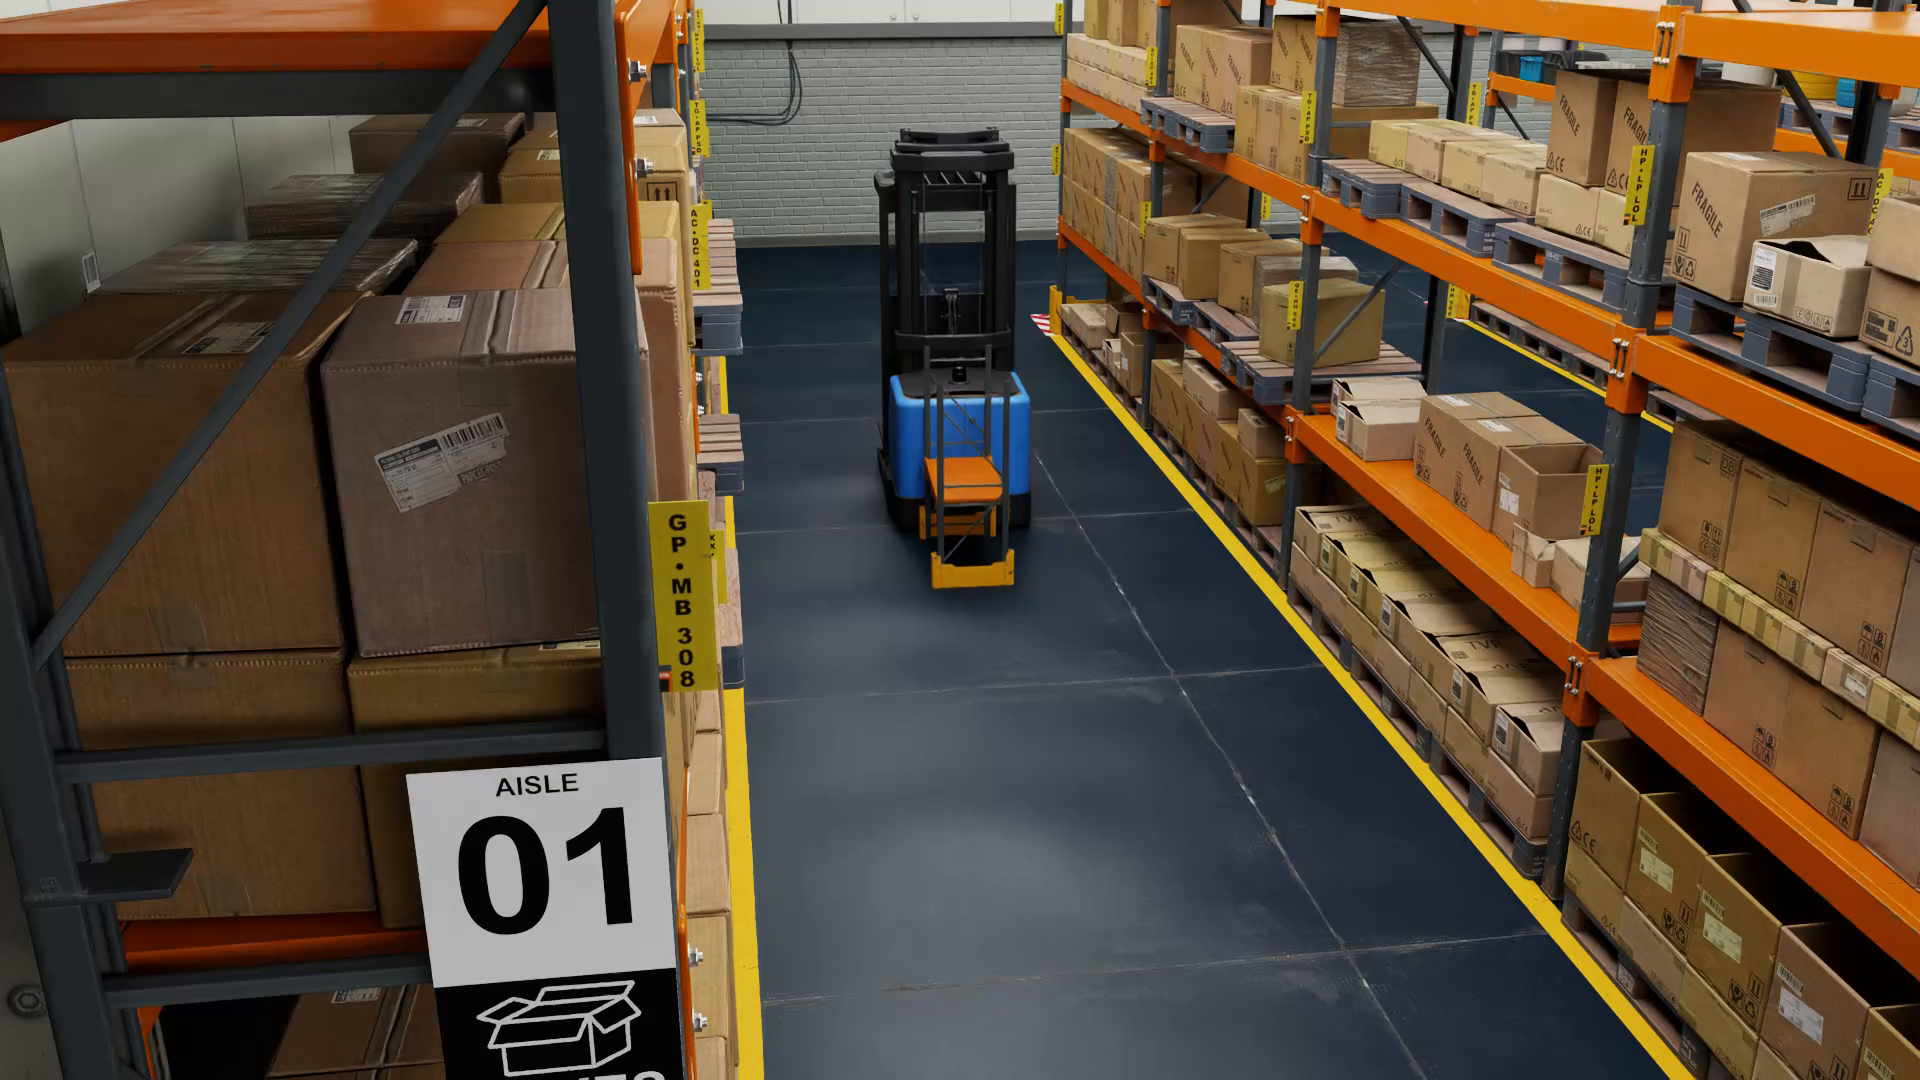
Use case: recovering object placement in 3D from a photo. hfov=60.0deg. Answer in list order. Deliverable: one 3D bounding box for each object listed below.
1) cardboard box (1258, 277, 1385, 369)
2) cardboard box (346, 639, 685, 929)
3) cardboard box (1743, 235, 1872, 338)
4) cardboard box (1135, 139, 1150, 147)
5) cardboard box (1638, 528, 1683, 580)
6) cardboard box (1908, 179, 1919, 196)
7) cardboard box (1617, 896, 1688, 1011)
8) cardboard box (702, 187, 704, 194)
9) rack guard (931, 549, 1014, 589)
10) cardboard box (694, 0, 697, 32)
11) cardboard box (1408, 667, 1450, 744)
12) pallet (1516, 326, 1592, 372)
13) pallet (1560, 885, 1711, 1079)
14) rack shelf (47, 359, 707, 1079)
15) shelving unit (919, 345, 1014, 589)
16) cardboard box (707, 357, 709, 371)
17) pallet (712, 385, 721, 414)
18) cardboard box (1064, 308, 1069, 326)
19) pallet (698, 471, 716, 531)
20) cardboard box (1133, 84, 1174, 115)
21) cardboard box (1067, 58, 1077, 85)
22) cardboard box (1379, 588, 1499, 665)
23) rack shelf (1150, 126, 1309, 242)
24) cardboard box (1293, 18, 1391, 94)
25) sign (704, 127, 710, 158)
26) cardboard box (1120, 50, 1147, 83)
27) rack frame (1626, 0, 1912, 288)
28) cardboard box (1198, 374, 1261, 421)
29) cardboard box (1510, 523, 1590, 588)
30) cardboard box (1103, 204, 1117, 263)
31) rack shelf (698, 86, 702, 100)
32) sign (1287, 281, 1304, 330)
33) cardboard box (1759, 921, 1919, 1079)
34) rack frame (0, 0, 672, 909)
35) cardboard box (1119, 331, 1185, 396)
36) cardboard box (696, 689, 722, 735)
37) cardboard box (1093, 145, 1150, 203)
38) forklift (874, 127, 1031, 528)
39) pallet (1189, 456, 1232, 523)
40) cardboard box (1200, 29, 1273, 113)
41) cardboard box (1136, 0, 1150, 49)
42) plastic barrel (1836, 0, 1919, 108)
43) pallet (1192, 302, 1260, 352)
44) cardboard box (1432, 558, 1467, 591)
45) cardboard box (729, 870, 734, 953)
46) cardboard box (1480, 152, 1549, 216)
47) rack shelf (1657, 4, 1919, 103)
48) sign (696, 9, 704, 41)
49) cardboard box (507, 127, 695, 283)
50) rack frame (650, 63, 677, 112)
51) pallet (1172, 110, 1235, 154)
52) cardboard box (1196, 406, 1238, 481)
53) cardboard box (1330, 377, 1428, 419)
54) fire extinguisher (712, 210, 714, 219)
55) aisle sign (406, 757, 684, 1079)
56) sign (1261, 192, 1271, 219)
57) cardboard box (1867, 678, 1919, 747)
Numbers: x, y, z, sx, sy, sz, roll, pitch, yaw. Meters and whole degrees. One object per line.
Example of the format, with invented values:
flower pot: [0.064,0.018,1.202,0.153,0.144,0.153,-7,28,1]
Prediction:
cardboard box: [2.566,-1.542,11.815,0.700,0.500,0.500,-10,23,-26]
cardboard box: [-0.780,0.345,3.047,0.500,0.500,0.500,-2,21,-6]
cardboard box: [3.235,-0.952,6.019,0.500,0.311,0.500,-4,21,-11]
cardboard box: [2.105,-3.877,17.237,0.500,0.500,0.500,-2,21,-6]
cardboard box: [3.192,0.051,7.223,0.380,0.149,0.250,-3,21,-8]
cardboard box: [11.302,-4.064,19.099,0.500,0.250,0.500,-3,21,-8]
cardboard box: [3.179,1.739,7.102,0.500,0.250,0.500,-3,21,-8]
cardboard box: [-3.087,-3.318,16.884,0.980,0.700,0.700,-3,21,-8]
rack guard: [0.090,0.206,11.807,0.587,0.250,0.087,-2,21,-6]
cardboard box: [-2.765,-4.941,15.770,0.500,0.500,0.500,-4,21,-10]
cardboard box: [2.853,0.909,9.325,0.500,0.250,0.500,-2,21,-7]
pallet: [6.771,-2.089,18.008,1.003,0.211,1.213,-3,21,-8]
pallet: [3.419,1.882,7.374,1.003,0.211,1.213,-3,21,-8]
rack shelf: [-1.268,0.174,4.704,1.077,0.370,4.000,-3,21,-8]
shelving unit: [0.036,-0.552,12.052,0.587,1.500,1.083,-2,21,-6]
cardboard box: [-2.016,-1.393,11.563,0.500,0.500,0.500,-2,21,-6]
pallet: [-2.741,-1.181,15.576,1.003,0.211,1.213,-3,21,-8]
cardboard box: [1.372,-2.486,18.506,0.380,0.166,0.250,-3,21,-8]
pallet: [-1.807,-0.062,8.869,1.003,0.211,1.213,-3,21,-8]
cardboard box: [1.859,-3.961,14.961,0.500,0.250,0.500,-3,21,-8]
cardboard box: [1.438,-5.000,17.744,0.500,0.250,0.500,-3,21,-8]
cardboard box: [2.784,0.475,9.686,0.500,0.311,0.500,-3,21,-8]
rack shelf: [2.480,-2.847,12.792,1.077,0.370,4.000,-3,21,-8]
cardboard box: [2.639,-3.335,11.498,0.500,0.500,0.500,-3,21,-8]
sign: [-2.747,-4.281,17.897,0.100,0.325,0.005,-3,21,-8]
cardboard box: [1.785,-4.368,15.337,0.500,0.250,0.500,-3,21,-8]
rack frame: [3.345,-2.512,6.579,1.000,3.000,0.127,-3,21,-8]
cardboard box: [2.238,-1.158,13.401,0.500,0.250,0.500,-3,21,-9]
cardboard box: [3.037,0.067,8.443,0.396,0.266,0.258,-3,21,-9]
cardboard box: [1.714,-3.034,16.410,0.500,0.500,0.500,-2,21,-7]
rack shelf: [-2.998,-3.981,15.828,1.077,0.370,4.000,-3,21,-8]
sign: [2.233,-1.561,11.066,0.100,0.325,0.005,-3,21,-8]
cardboard box: [3.321,1.734,6.043,0.500,0.500,0.500,-3,21,-8]
rack frame: [-0.979,-0.876,2.199,1.000,3.000,0.127,-3,21,-8]
cardboard box: [1.829,-1.689,15.895,0.500,0.500,0.500,-3,21,-8]
cardboard box: [-1.042,0.755,5.521,0.500,0.500,0.500,-4,21,-9]
cardboard box: [1.643,-3.674,16.695,0.500,0.500,0.500,-3,21,-8]
forklift: [-0.125,-1.941,13.723,1.130,2.935,3.031,-2,21,-6]
pallet: [2.526,-0.462,13.651,1.003,0.211,1.213,-3,21,-8]
cardboard box: [2.311,-3.758,13.318,0.600,0.600,0.600,-3,21,-8]
cardboard box: [2.074,-4.911,15.719,0.700,0.500,0.500,-3,21,-8]
plastic barrel: [7.492,-3.973,13.463,0.600,0.901,0.708,-3,21,-8]
pallet: [2.484,-1.669,13.173,1.003,0.211,1.213,-3,21,-8]
cardboard box: [3.239,0.266,10.245,0.500,0.311,0.500,-3,21,-8]
cardboard box: [-0.963,1.280,5.188,0.500,0.250,0.500,-3,21,-7]
cardboard box: [3.130,-1.898,8.838,0.500,0.250,0.500,-5,21,-12]
rack shelf: [3.634,-1.295,4.921,1.077,0.370,4.000,-3,21,-8]
sign: [-2.747,-5.410,17.475,0.100,0.325,0.005,-3,21,-8]
cardboard box: [-1.126,-1.030,5.299,0.500,0.500,0.500,-2,21,-5]
rack frame: [-1.556,-2.260,5.907,1.000,3.000,0.127,-3,21,-8]
pallet: [2.369,-3.200,12.978,1.213,0.211,1.003,-3,21,-8]
cardboard box: [2.246,-0.794,13.498,0.500,0.500,0.500,-4,21,-10]
cardboard box: [2.778,-0.916,11.010,0.500,0.311,0.500,-2,21,-4]
fire extinguisher: [-2.851,-3.469,18.362,0.296,0.674,0.183,-3,21,-8]
aisle sign: [-0.672,0.727,2.768,0.394,0.787,0.004,-3,21,-8]
sign: [2.741,-3.043,14.921,0.100,0.325,0.005,-3,21,-8]
cardboard box: [3.419,0.587,5.787,0.380,0.149,0.250,-3,21,-8]
